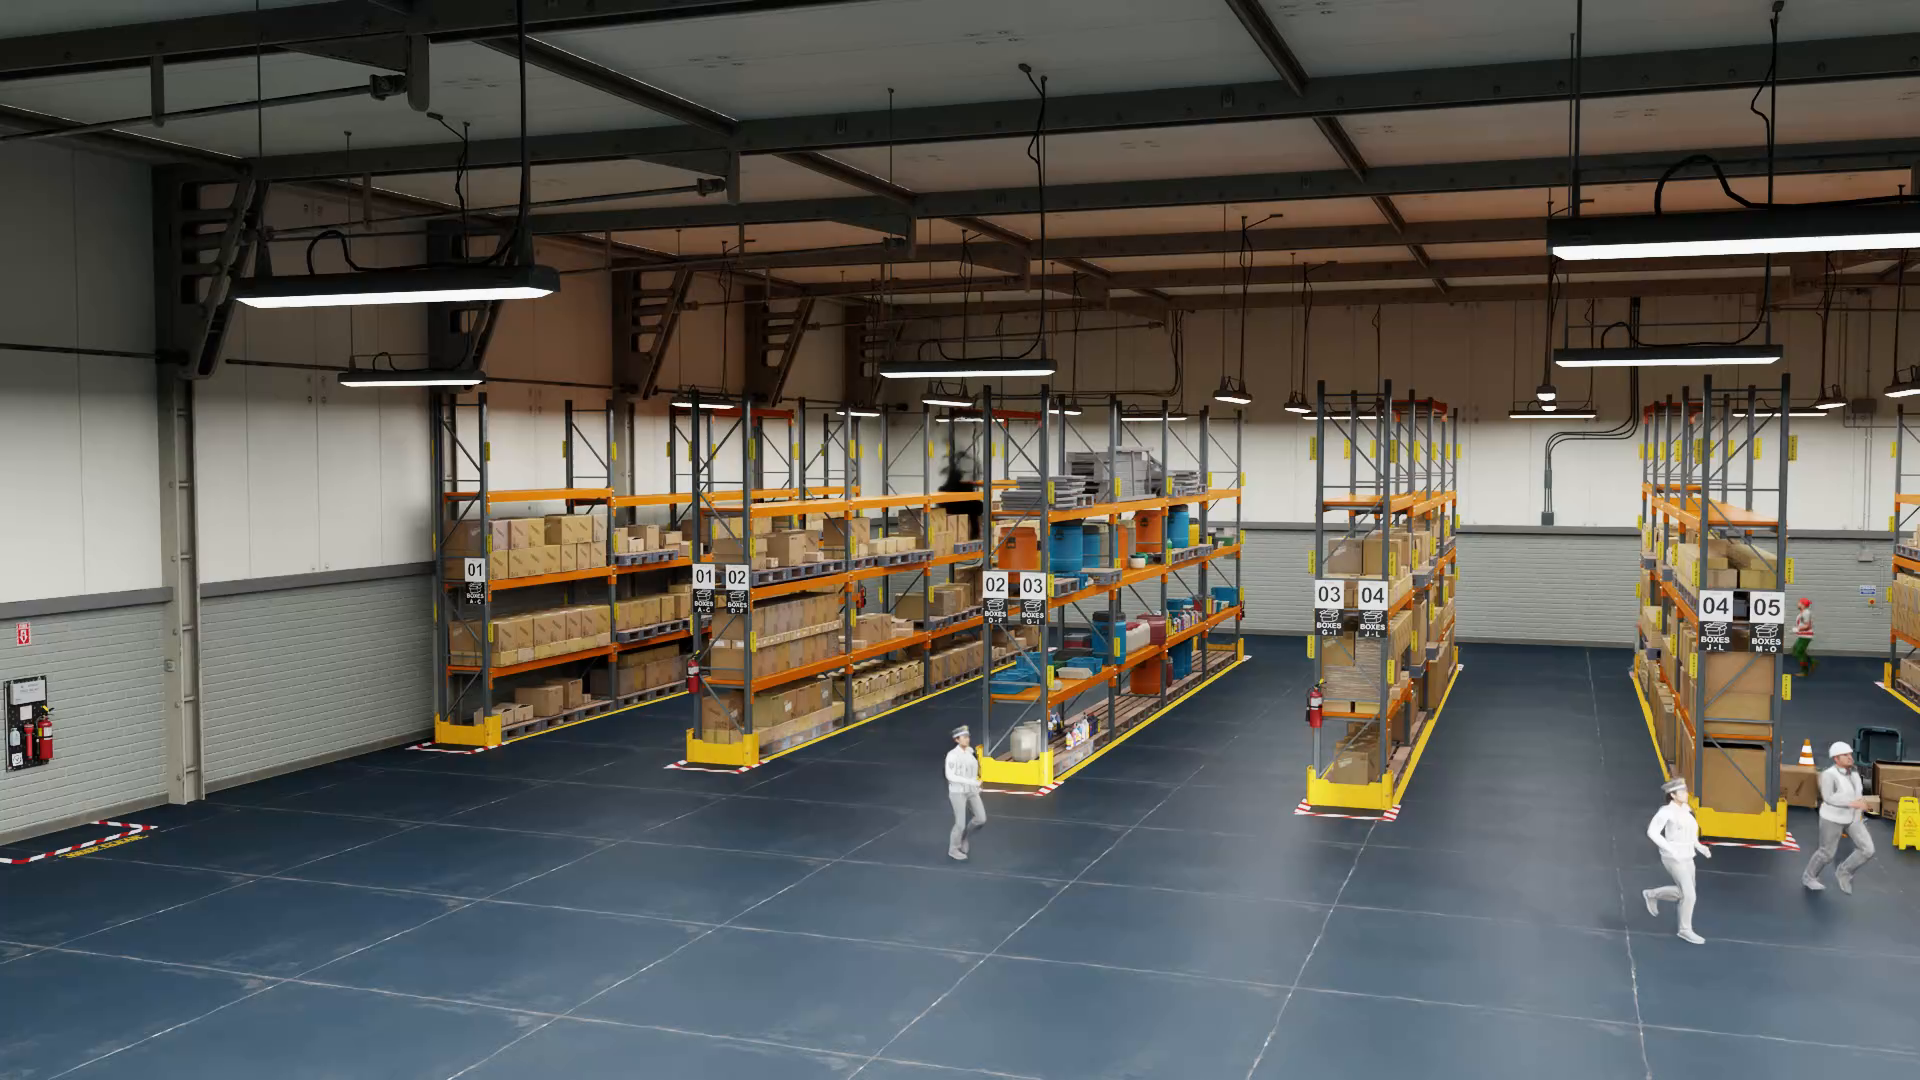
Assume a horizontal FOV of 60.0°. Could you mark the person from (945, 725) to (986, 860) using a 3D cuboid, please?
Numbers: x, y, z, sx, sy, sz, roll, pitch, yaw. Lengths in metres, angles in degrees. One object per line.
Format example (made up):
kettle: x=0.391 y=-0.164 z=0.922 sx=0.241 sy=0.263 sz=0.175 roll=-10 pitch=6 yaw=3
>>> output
person: x=0.086 y=3.087 z=20.313 sx=0.597 sy=1.654 sz=0.569 roll=-3 pitch=4 yaw=-43

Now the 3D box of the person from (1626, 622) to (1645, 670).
person: x=15.670 y=2.127 z=37.770 sx=0.921 sy=1.774 sz=0.698 roll=1 pitch=3 yaw=15

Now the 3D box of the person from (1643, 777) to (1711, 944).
person: x=7.362 y=3.273 z=17.135 sx=0.618 sy=1.671 sz=0.667 roll=-2 pitch=4 yaw=-37

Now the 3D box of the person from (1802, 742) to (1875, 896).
person: x=9.889 y=3.117 z=18.630 sx=0.663 sy=1.736 sz=0.842 roll=-1 pitch=3 yaw=-18

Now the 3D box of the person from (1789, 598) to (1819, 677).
person: x=18.767 y=2.166 z=36.962 sx=0.632 sy=1.752 sz=0.645 roll=1 pitch=3 yaw=24
